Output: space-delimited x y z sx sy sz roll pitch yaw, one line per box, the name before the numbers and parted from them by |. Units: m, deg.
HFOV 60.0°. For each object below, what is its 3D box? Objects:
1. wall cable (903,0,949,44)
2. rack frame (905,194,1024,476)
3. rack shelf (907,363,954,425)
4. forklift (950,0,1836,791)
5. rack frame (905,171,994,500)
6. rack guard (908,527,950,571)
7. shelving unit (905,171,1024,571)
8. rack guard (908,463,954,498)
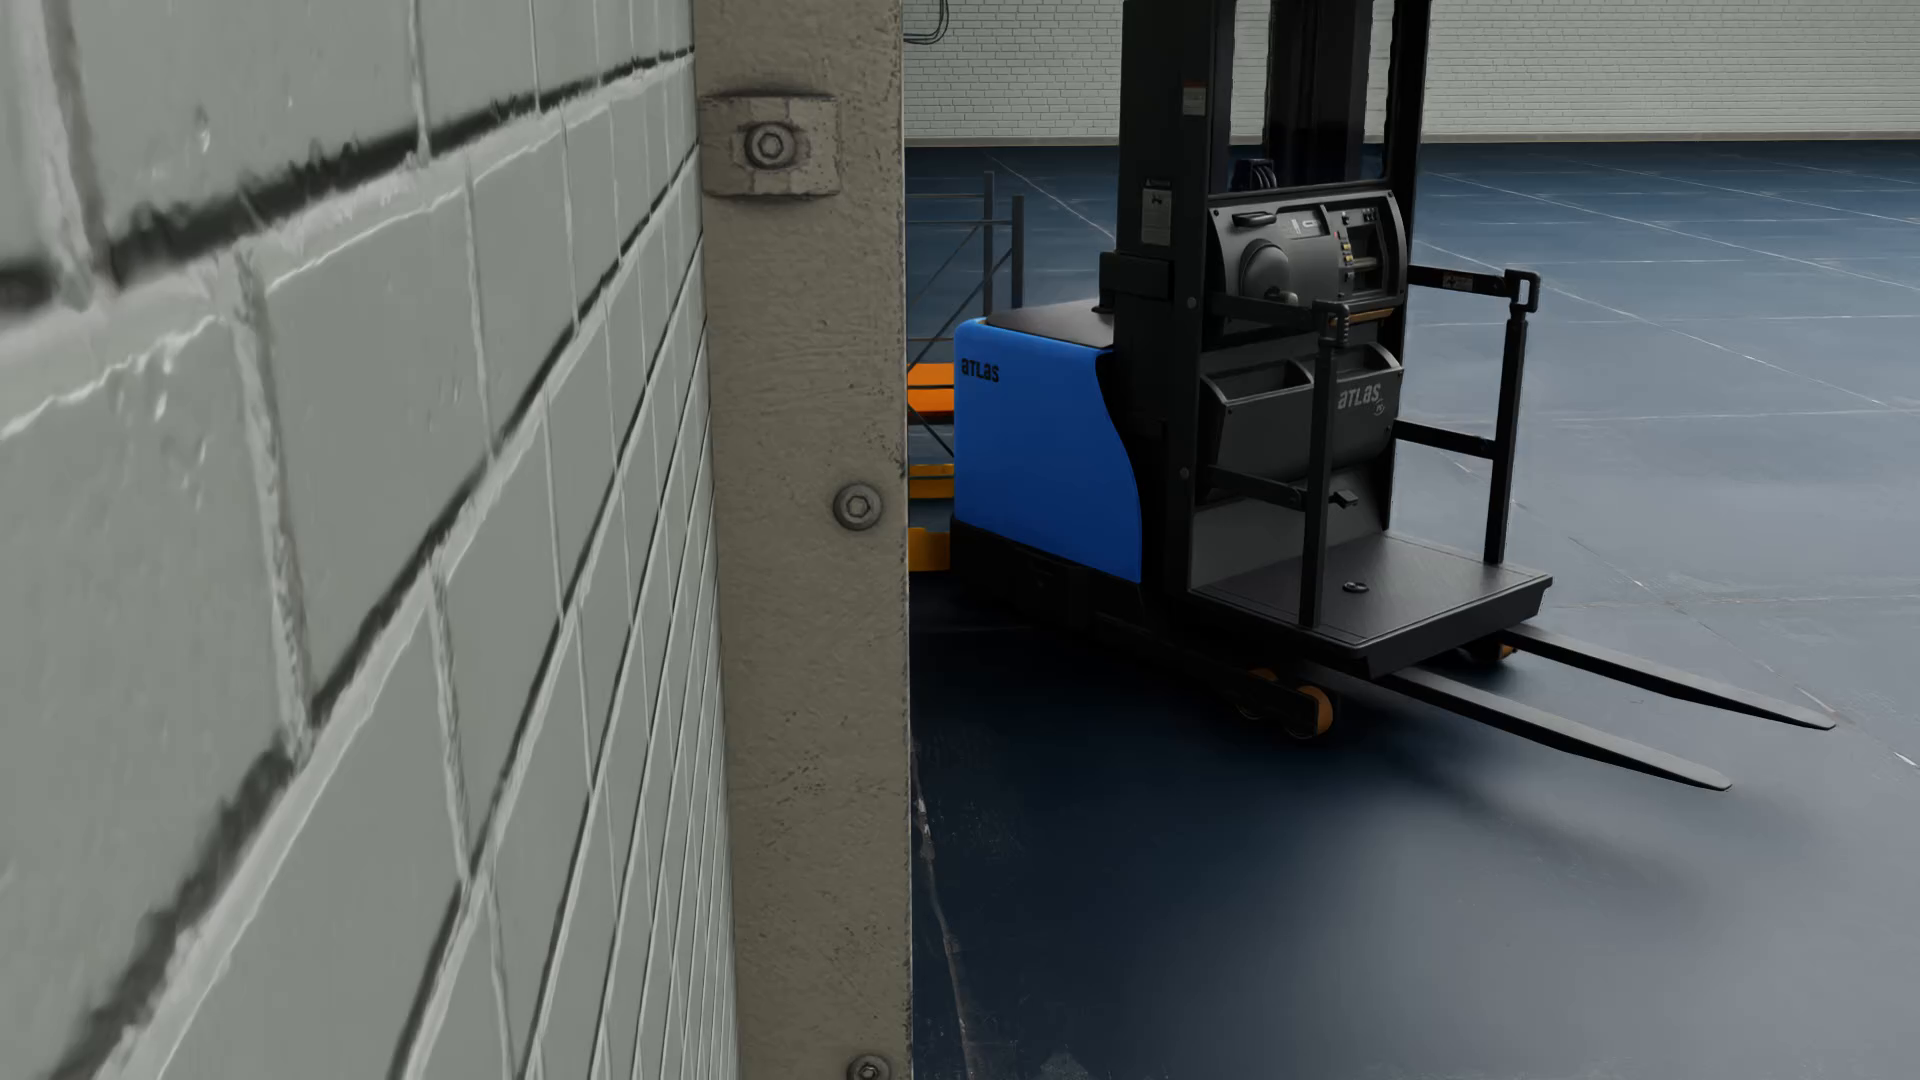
wall cable | -1.720 -9.638 28.036 3.097 2.526 0.112 -2 18 -6
rack frame | -0.004 -0.606 6.605 0.500 1.500 0.032 -2 18 -5
rack shelf | -0.052 -0.586 7.142 0.538 0.185 1.000 -2 18 -5
forklift | 1.288 -0.945 5.294 1.130 2.935 3.031 -14 22 -38
rack frame | -0.099 -0.910 7.571 0.500 1.500 0.032 -2 18 -5
rack guard | -0.004 -0.011 6.793 0.587 0.250 0.087 -2 18 -5
shelving unit | -0.051 -0.755 7.079 0.587 1.500 1.083 -2 18 -5
rack guard | -0.098 -0.308 7.739 0.587 0.250 0.087 -2 18 -5
